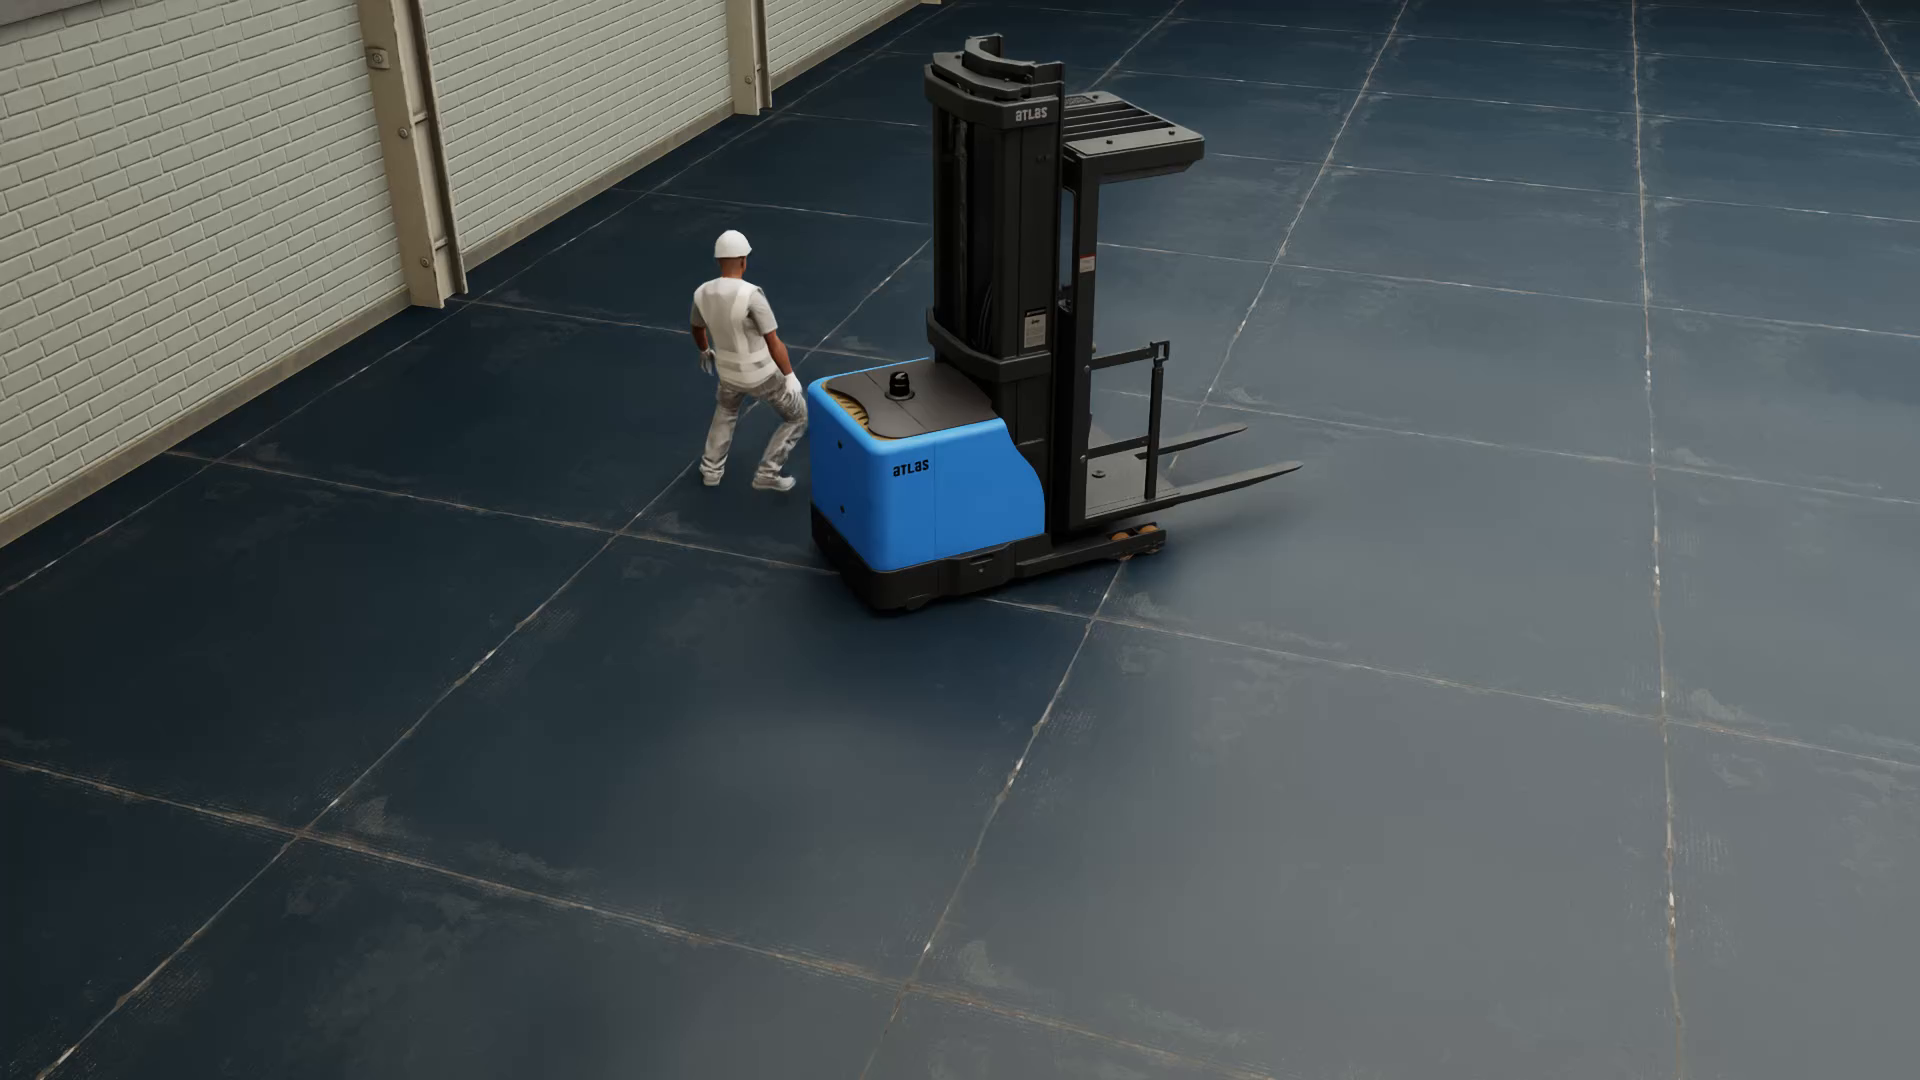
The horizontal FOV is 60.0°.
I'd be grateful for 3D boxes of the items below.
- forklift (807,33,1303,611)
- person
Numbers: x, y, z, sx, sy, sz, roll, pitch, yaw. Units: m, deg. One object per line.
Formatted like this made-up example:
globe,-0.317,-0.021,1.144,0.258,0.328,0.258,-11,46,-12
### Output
forklift,0.663,-1.369,9.539,3.031,2.935,1.130,-14,32,-23
person,-1.300,-1.086,10.311,0.953,1.686,0.481,21,36,33
